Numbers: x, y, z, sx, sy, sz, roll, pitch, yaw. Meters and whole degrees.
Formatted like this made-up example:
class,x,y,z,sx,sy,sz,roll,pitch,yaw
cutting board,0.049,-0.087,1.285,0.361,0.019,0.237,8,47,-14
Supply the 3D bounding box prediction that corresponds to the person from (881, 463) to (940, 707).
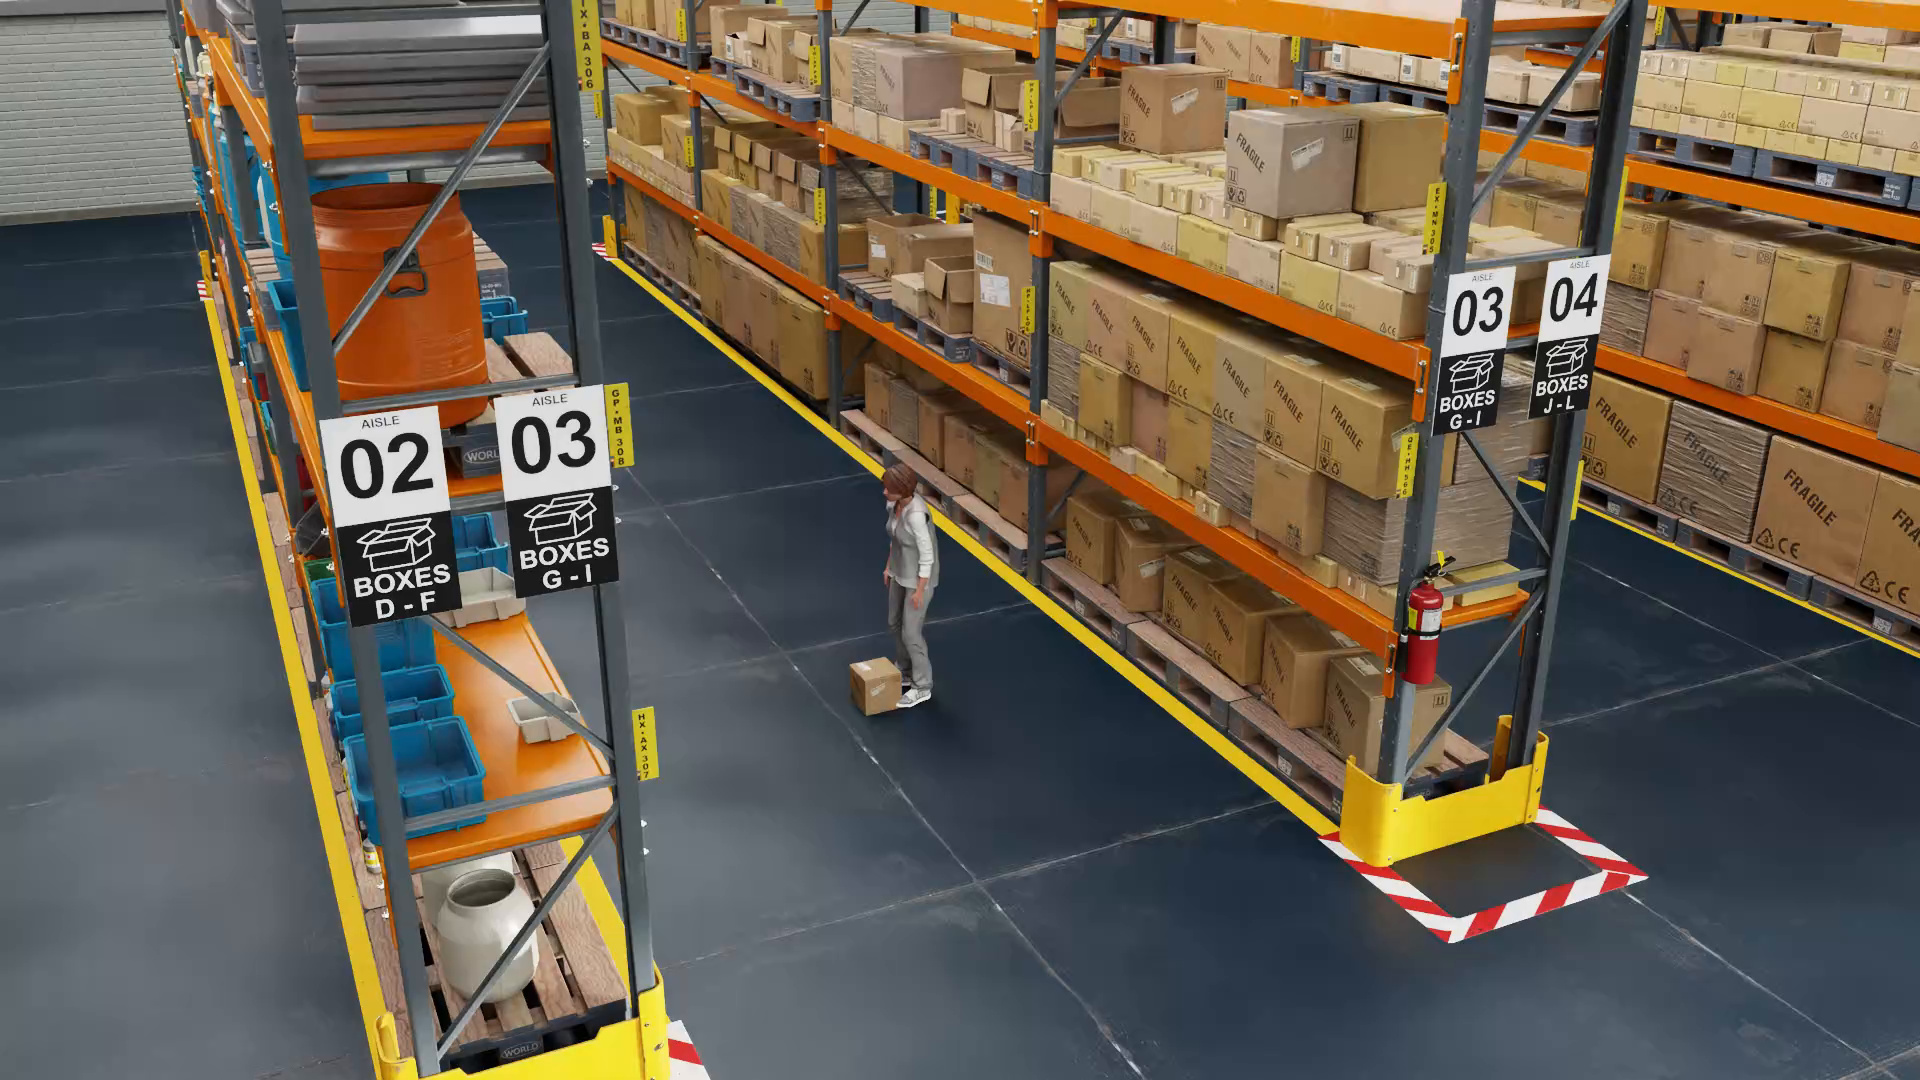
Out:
class,x,y,z,sx,sy,sz,roll,pitch,yaw
person,-4.294,-5.099,17.556,24.600,6.000,19.576,-11,25,-25
